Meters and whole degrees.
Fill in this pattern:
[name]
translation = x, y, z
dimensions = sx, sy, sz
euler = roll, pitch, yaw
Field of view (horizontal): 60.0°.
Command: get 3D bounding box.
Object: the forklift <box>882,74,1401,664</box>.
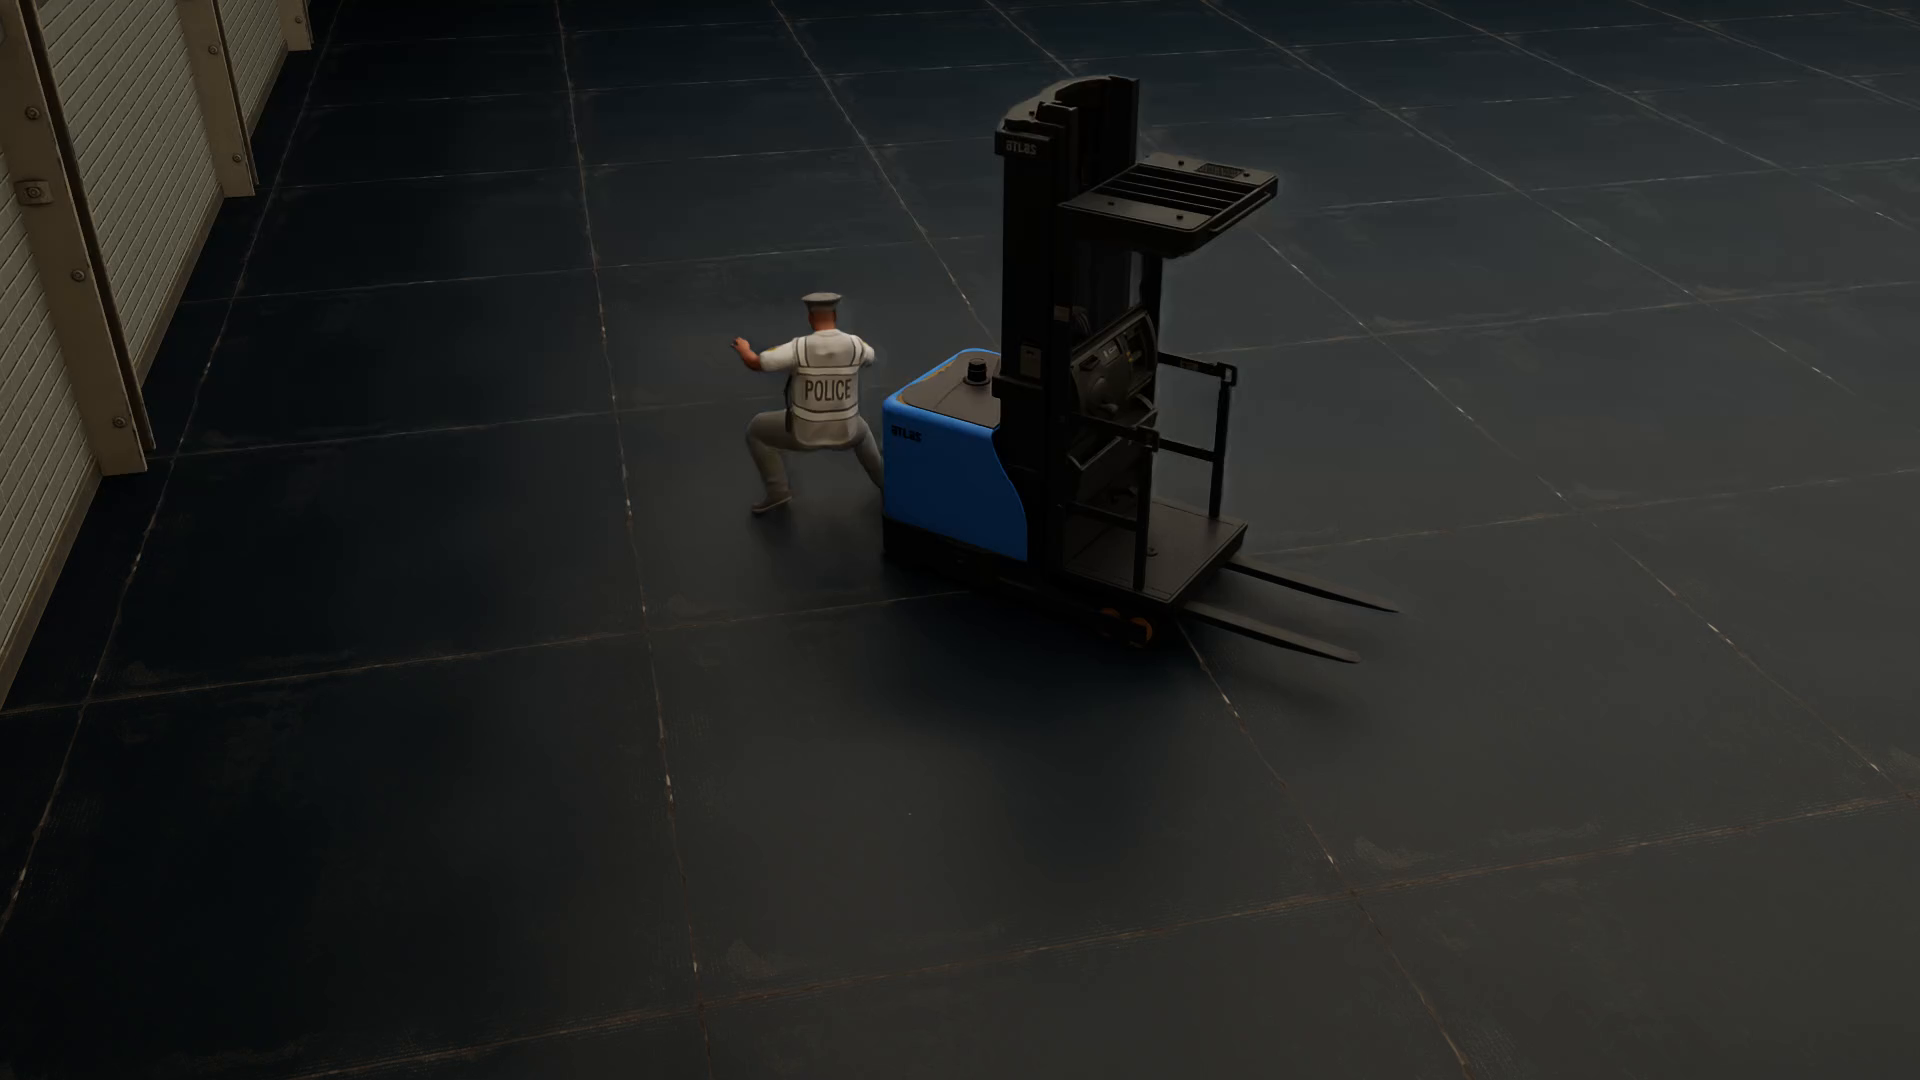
[forklift]
translation = 1.042, -0.965, 9.242
dimensions = 3.031, 2.935, 1.130
euler = 18, 35, 28

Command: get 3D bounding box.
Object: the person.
[person]
translation = -0.879, -0.869, 10.519
dimensions = 1.019, 1.526, 0.765
euler = -9, 31, -15
